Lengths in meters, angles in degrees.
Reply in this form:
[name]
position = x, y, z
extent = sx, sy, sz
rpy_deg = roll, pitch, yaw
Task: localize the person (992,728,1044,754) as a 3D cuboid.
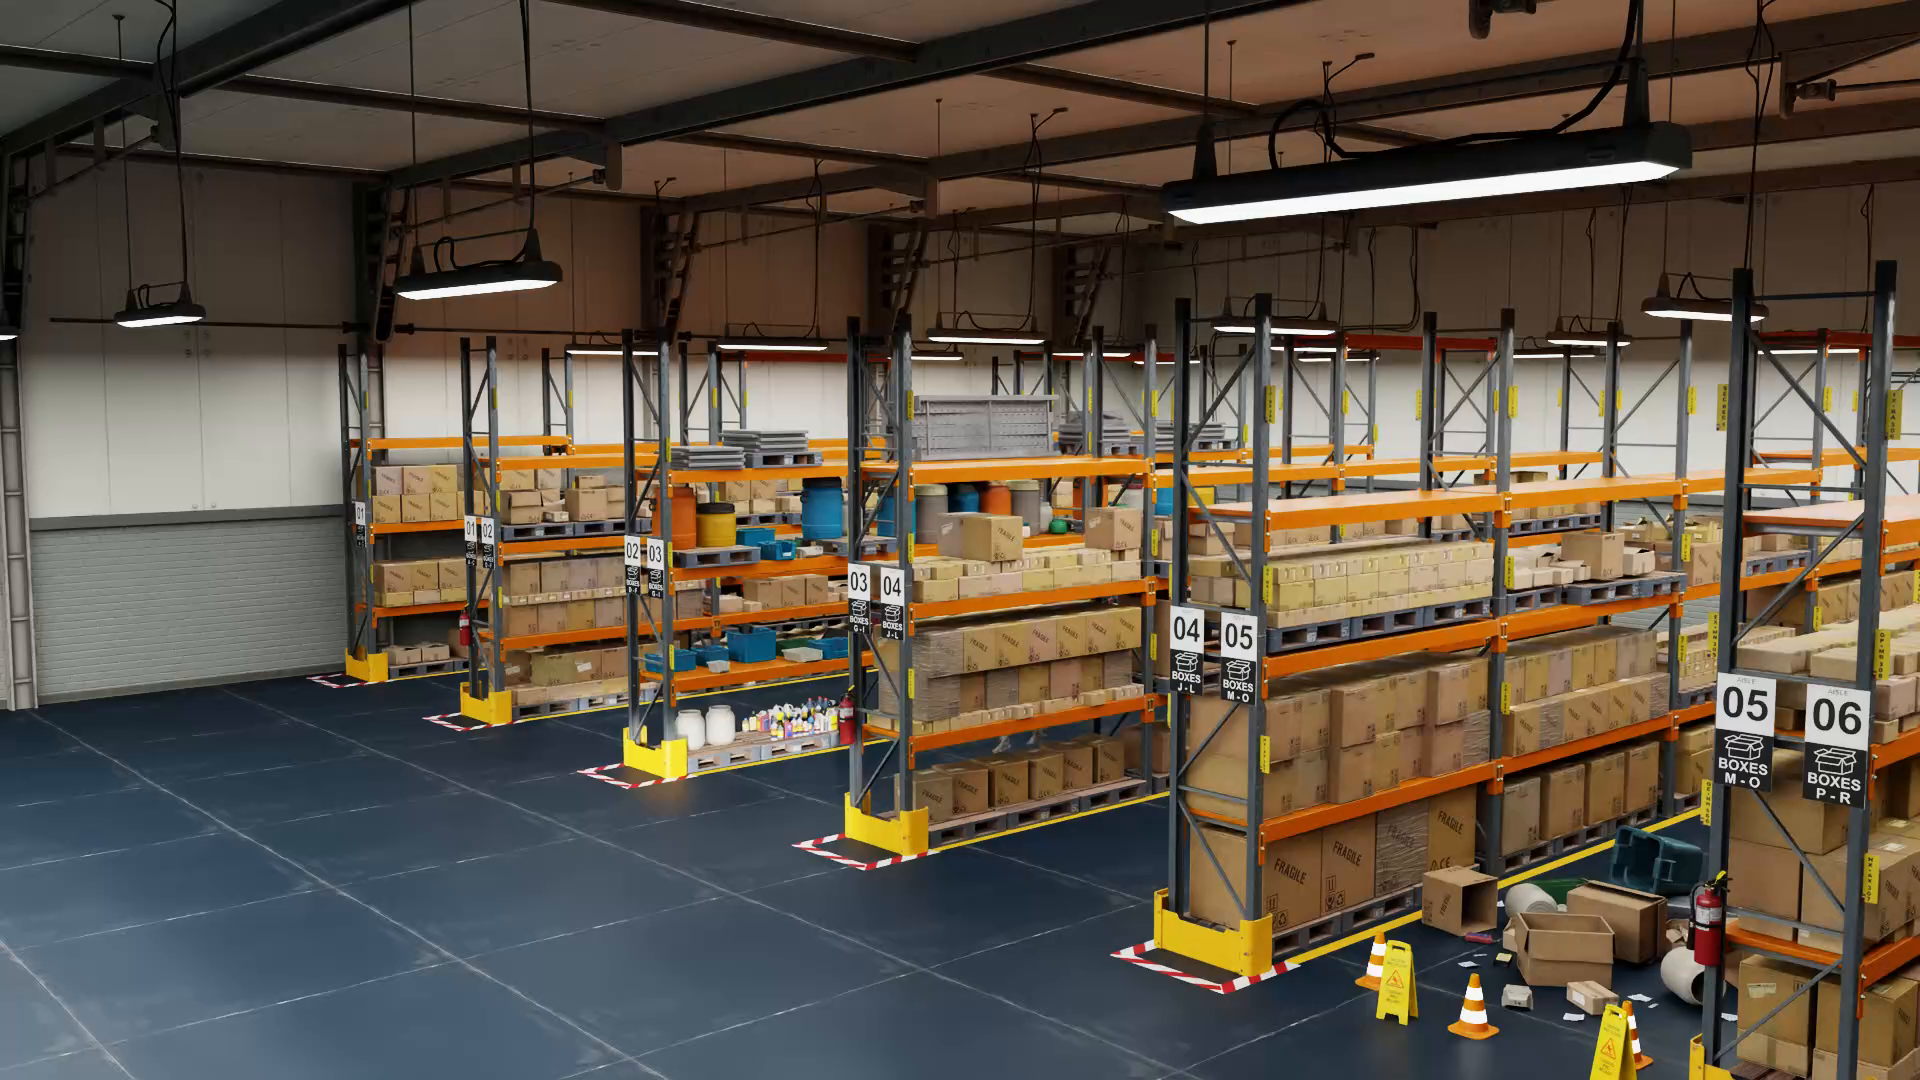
[person]
position = 0.776, 2.118, 22.711
extent = 0.973, 1.551, 0.605
rpy_deg = -3, 6, -33
